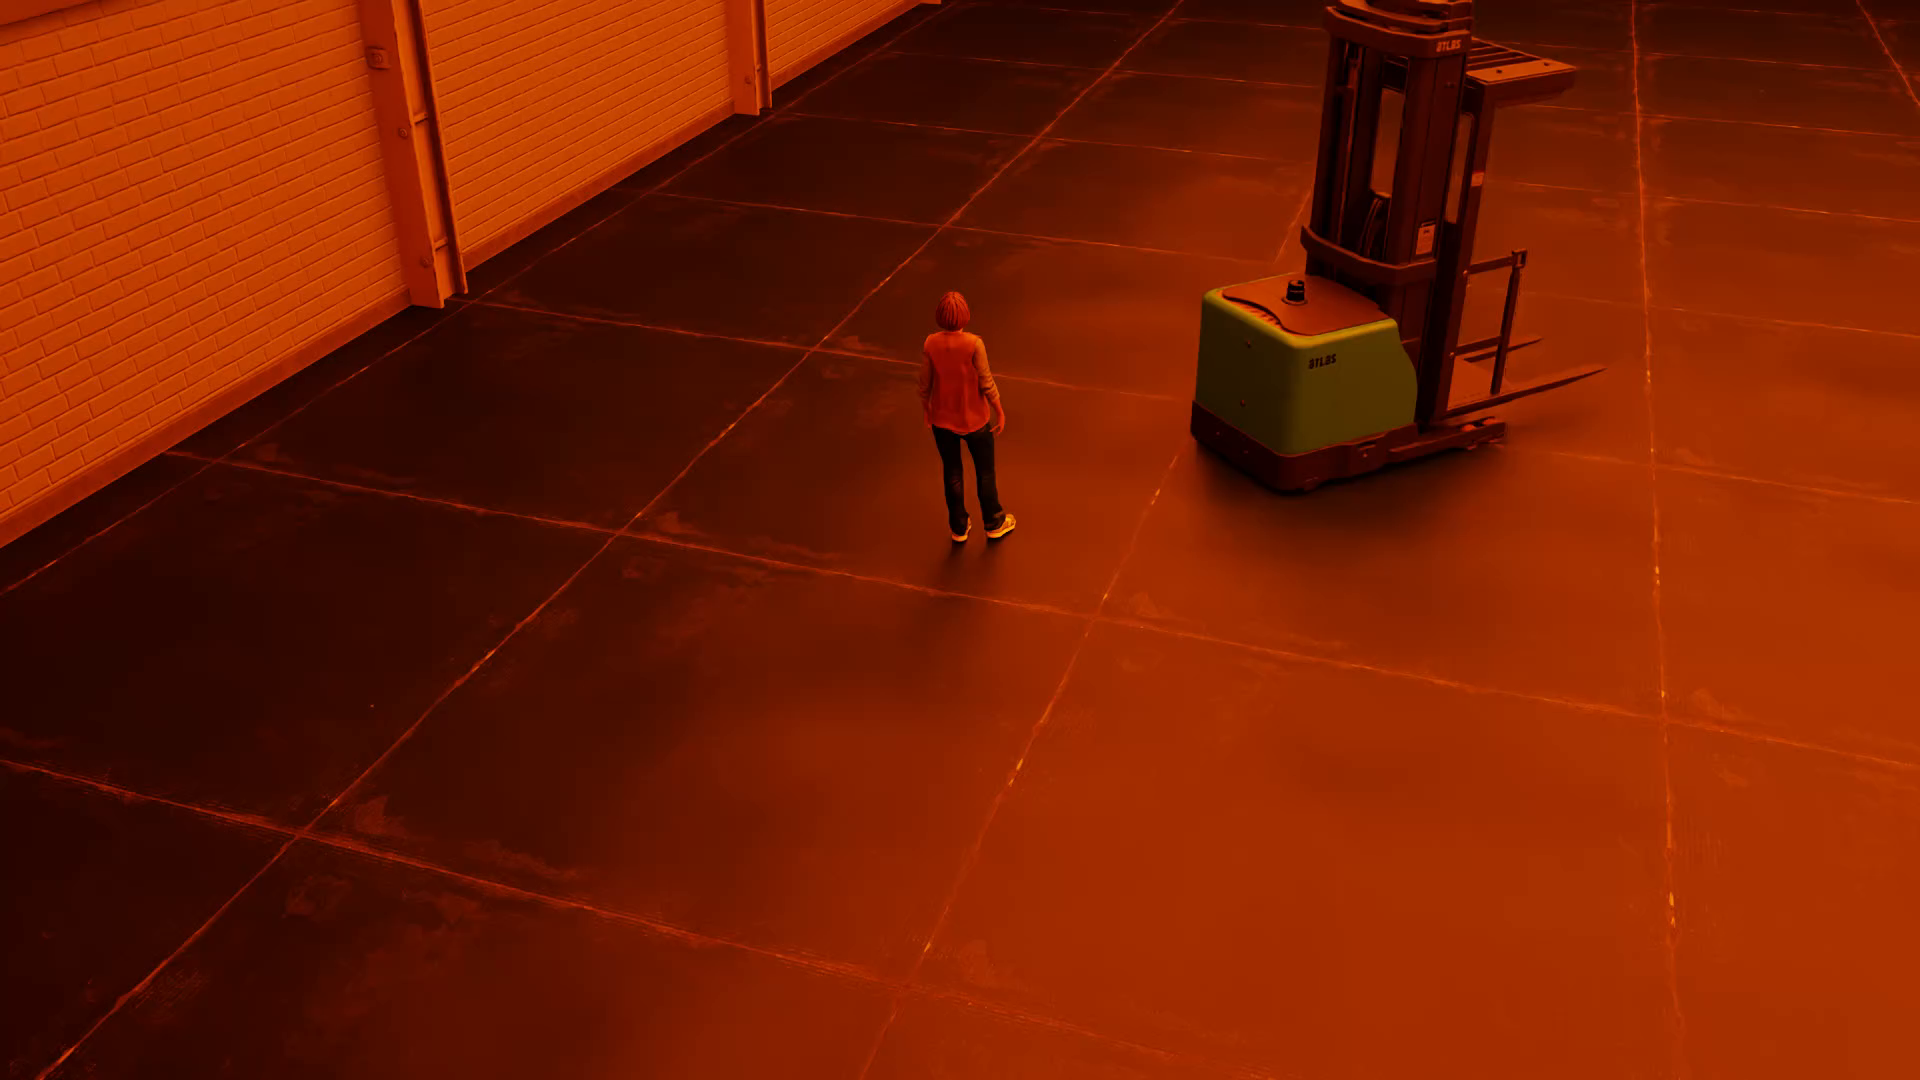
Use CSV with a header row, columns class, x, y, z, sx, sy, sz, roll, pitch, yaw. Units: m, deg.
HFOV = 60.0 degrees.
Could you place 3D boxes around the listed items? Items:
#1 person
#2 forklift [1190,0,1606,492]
class,x,y,z,sx,sy,sz,roll,pitch,yaw
person,0.043,-0.725,9.763,0.513,1.575,0.464,10,31,16
forklift,3.099,-2.093,10.808,3.031,2.935,1.130,-15,33,-25
